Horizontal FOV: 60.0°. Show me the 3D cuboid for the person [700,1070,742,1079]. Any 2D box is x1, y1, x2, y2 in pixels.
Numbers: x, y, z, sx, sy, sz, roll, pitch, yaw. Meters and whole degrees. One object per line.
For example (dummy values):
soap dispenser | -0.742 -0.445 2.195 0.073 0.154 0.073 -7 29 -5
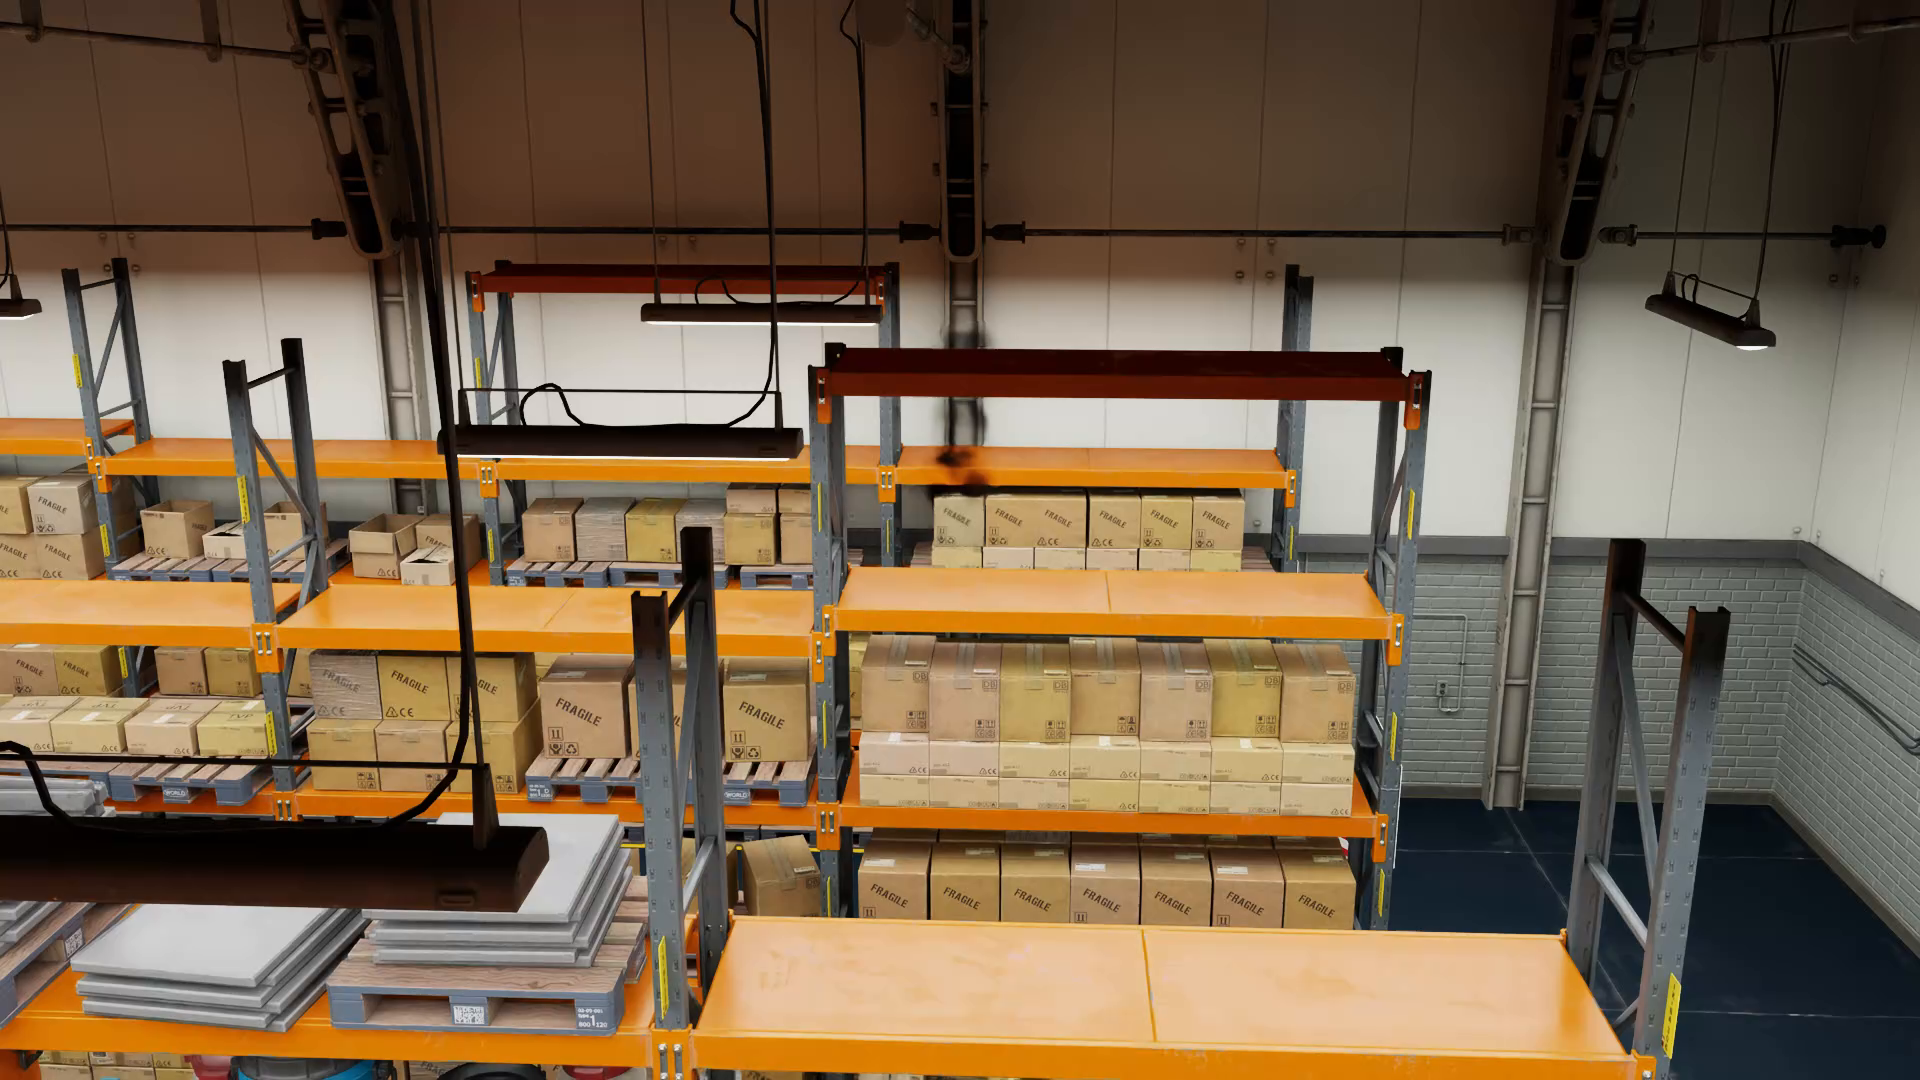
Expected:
person | -1.617 4.228 11.098 0.494 1.659 0.624 1 16 2
